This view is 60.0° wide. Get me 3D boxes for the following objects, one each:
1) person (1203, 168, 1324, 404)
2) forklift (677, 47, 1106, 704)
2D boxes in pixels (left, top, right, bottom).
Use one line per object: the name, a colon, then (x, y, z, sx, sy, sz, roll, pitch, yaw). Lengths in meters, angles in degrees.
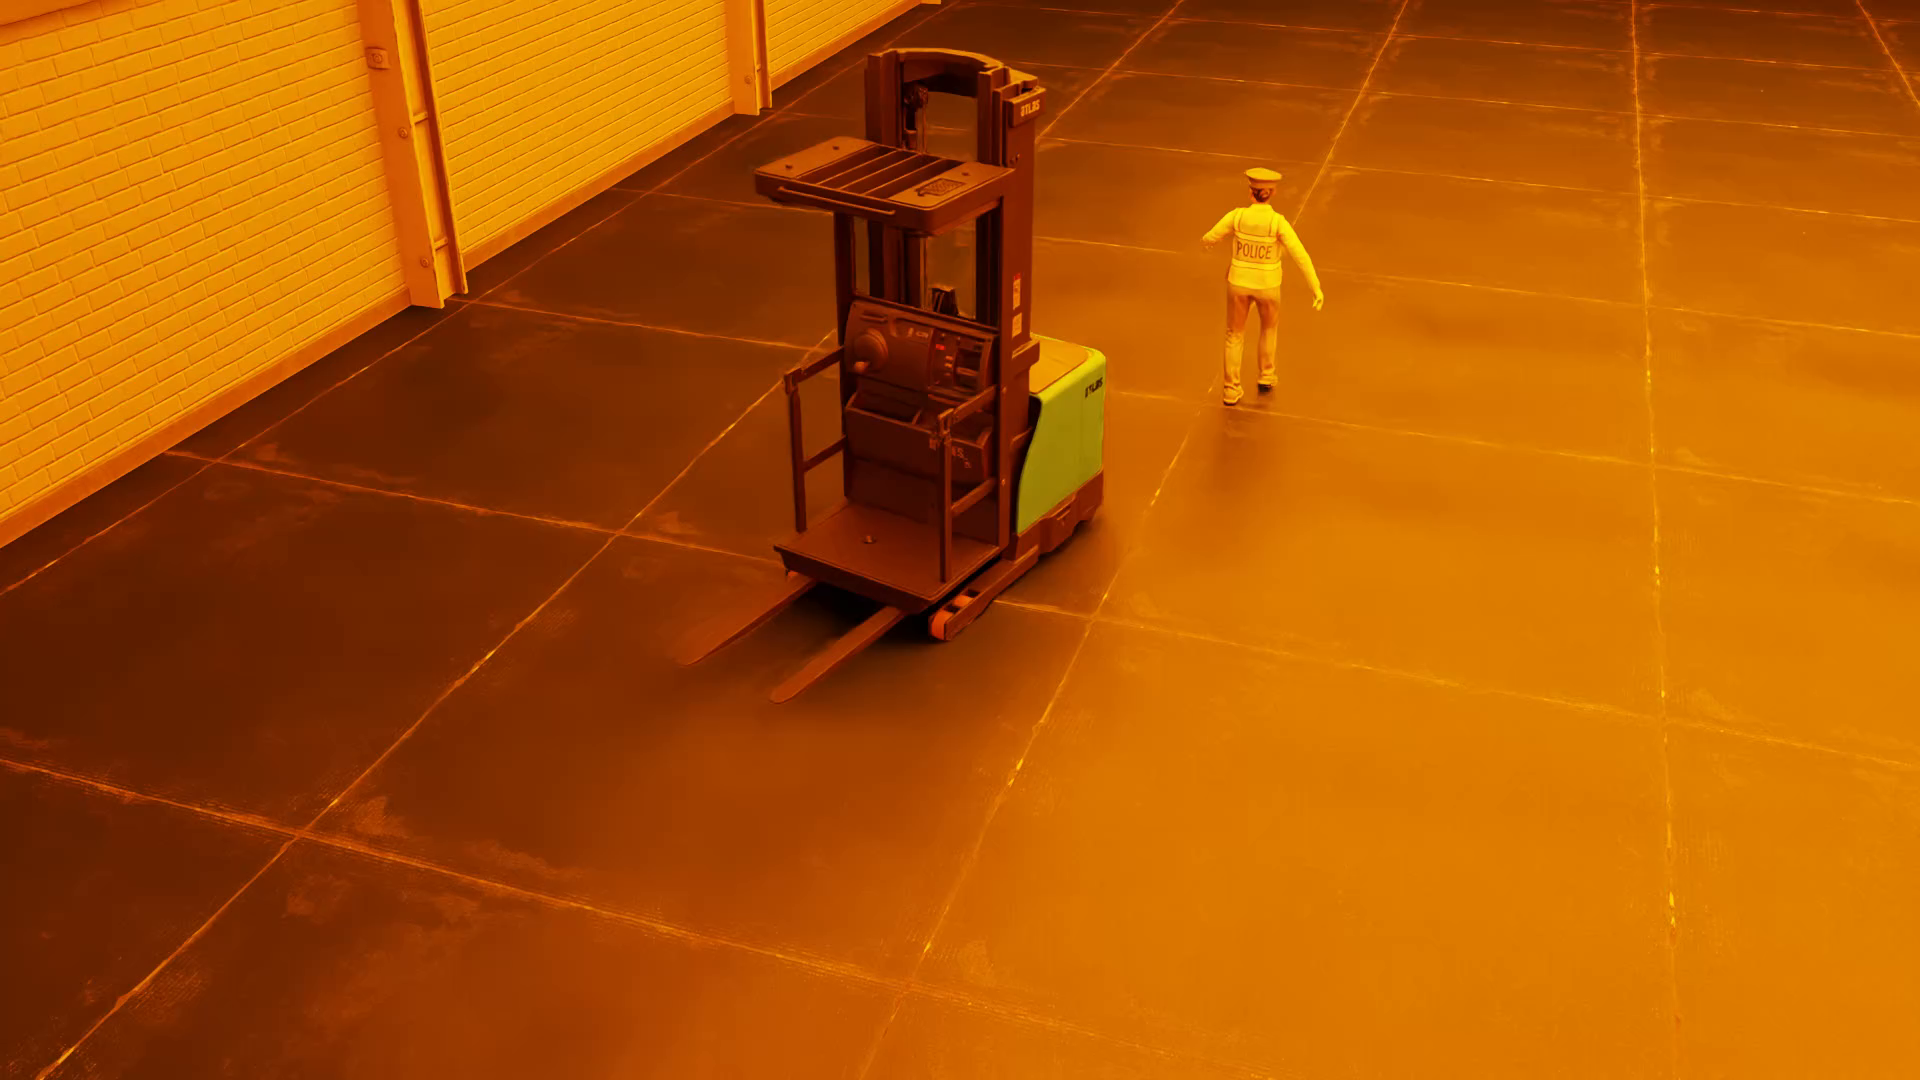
person: (2.098, -1.781, 11.605, 0.919, 1.672, 0.652, 10, 31, 17)
forklift: (-0.344, -0.986, 8.867, 1.130, 2.935, 3.031, 18, 34, 29)
